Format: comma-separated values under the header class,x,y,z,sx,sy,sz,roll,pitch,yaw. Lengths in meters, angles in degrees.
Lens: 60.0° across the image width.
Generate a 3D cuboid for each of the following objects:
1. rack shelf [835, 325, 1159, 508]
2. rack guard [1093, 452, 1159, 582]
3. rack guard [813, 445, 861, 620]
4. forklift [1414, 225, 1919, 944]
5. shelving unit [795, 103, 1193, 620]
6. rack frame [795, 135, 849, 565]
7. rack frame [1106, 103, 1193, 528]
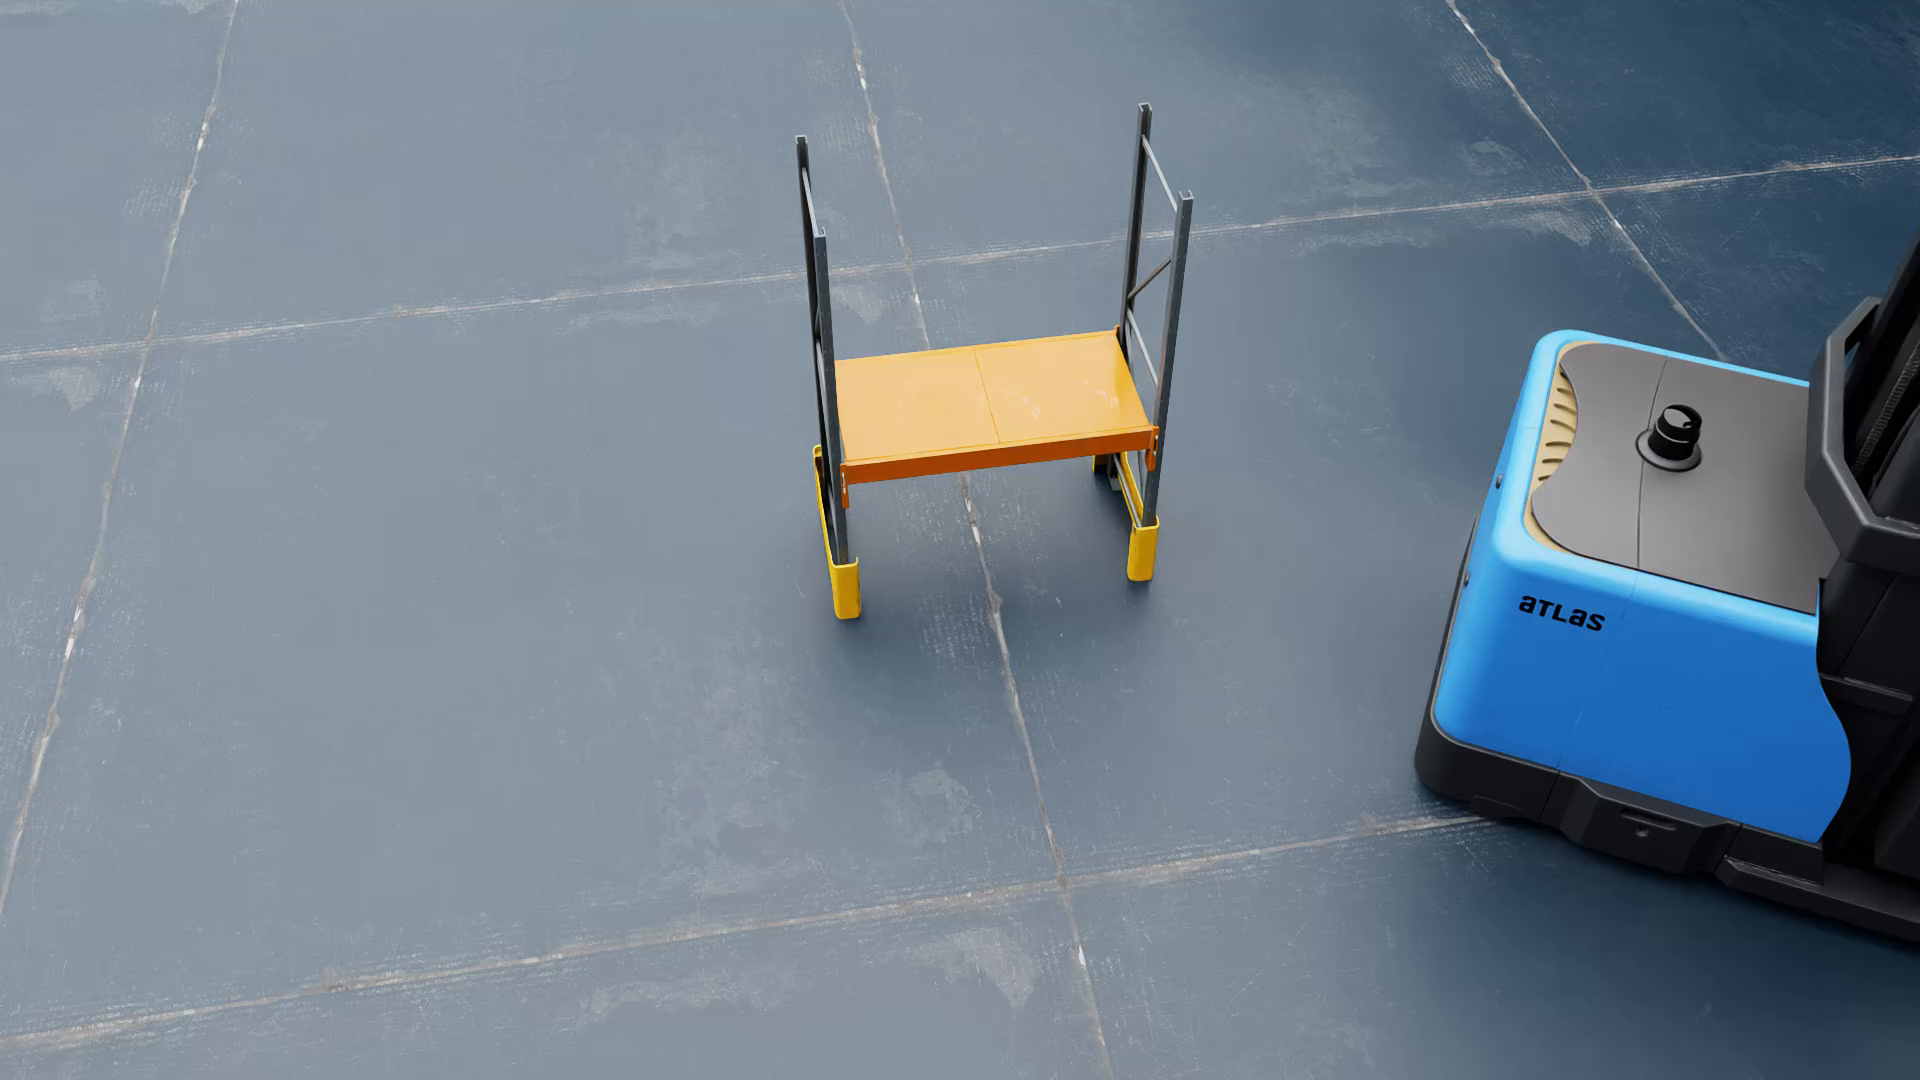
class,x,y,z,sx,sy,sz,roll,pitch,yaw
rack shelf,0.084,-0.406,5.350,1.000,0.185,0.538,-7,46,-7
rack guard,0.566,-0.157,5.728,0.087,0.250,0.587,-7,46,-7
rack guard,-0.416,-0.035,5.610,0.087,0.250,0.587,-7,46,-7
forklift,2.936,-0.200,3.907,3.031,2.935,1.130,16,48,14
shelving unit,0.075,-0.530,5.219,1.083,1.500,0.587,-7,46,-7
rack frame,-0.417,-0.468,5.160,0.032,1.500,0.500,-7,46,-7
rack frame,0.585,-0.593,5.280,0.032,1.500,0.500,-7,46,-7
